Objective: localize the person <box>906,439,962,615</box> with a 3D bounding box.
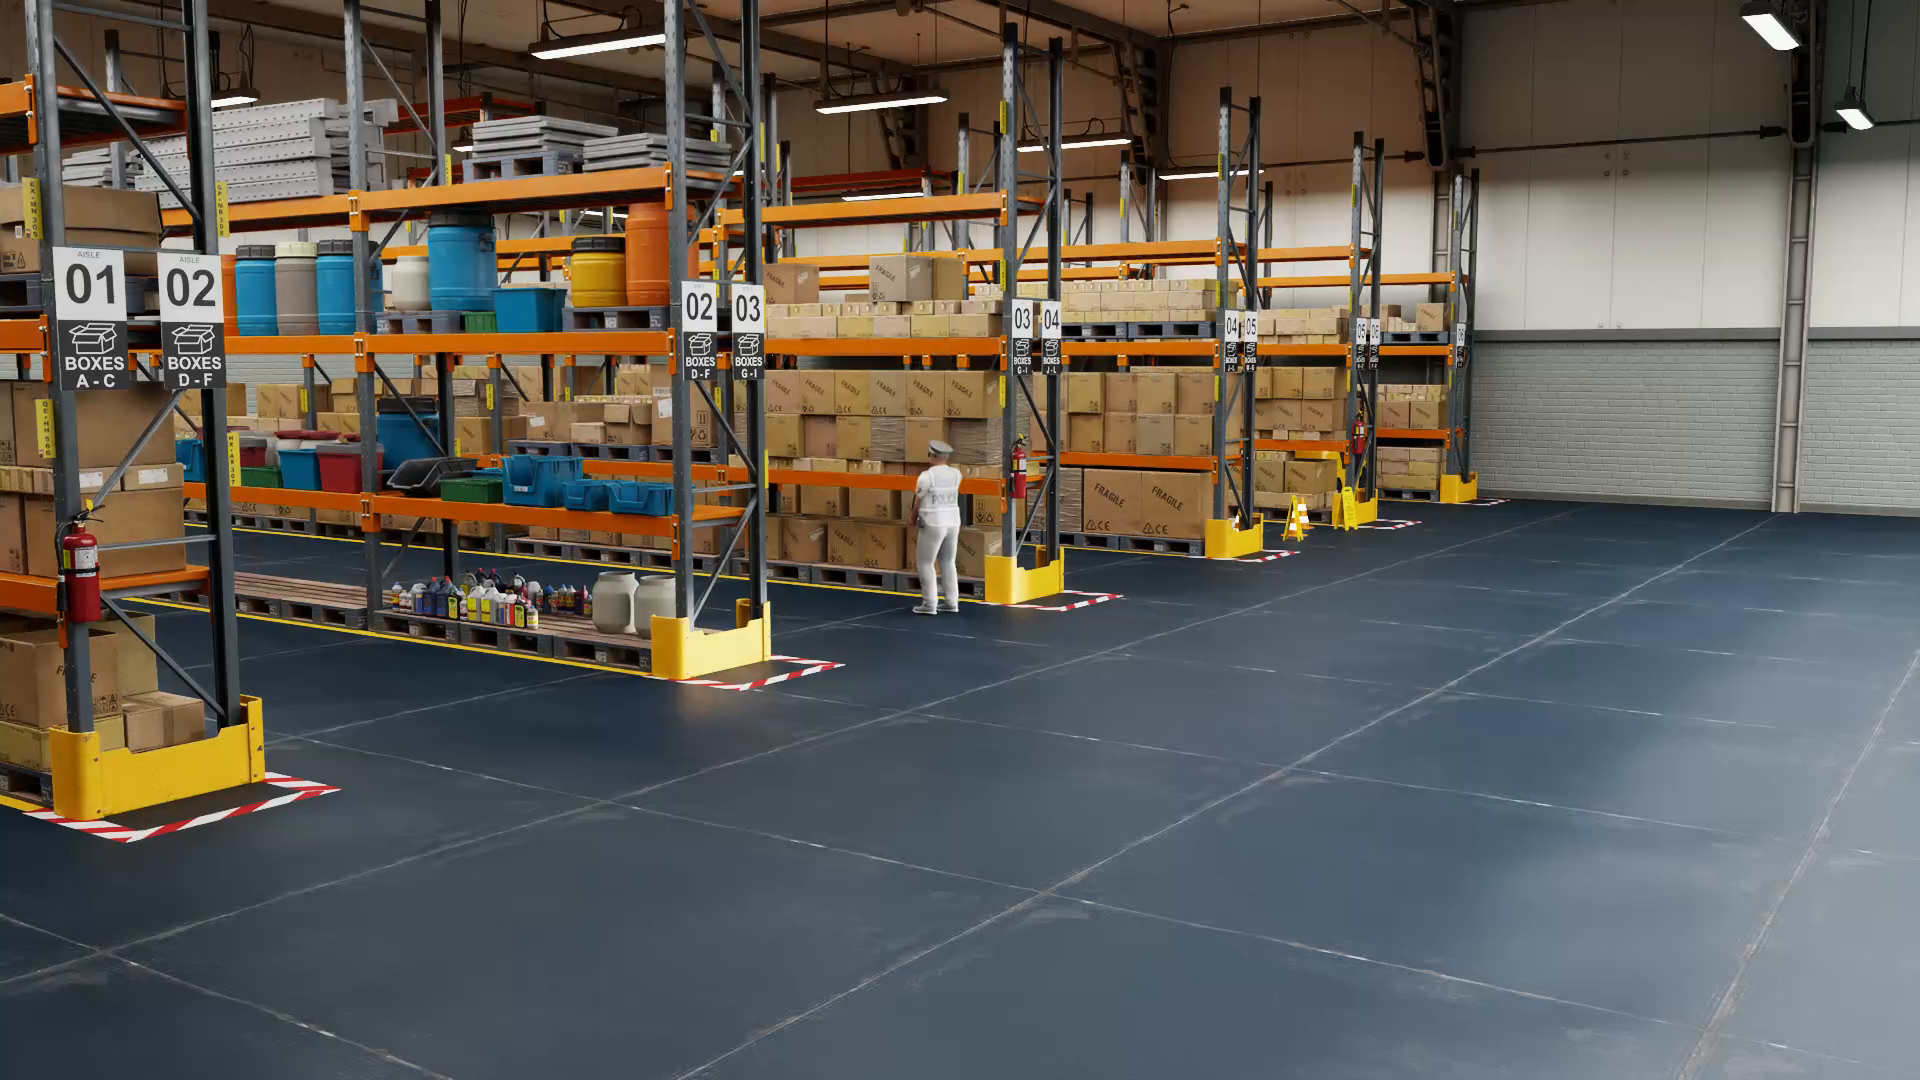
[{"bbox_3d":[-0.281,-0.141,16.919,0.504,1.772,0.562,-5,8,-37],"label":"person"}]
